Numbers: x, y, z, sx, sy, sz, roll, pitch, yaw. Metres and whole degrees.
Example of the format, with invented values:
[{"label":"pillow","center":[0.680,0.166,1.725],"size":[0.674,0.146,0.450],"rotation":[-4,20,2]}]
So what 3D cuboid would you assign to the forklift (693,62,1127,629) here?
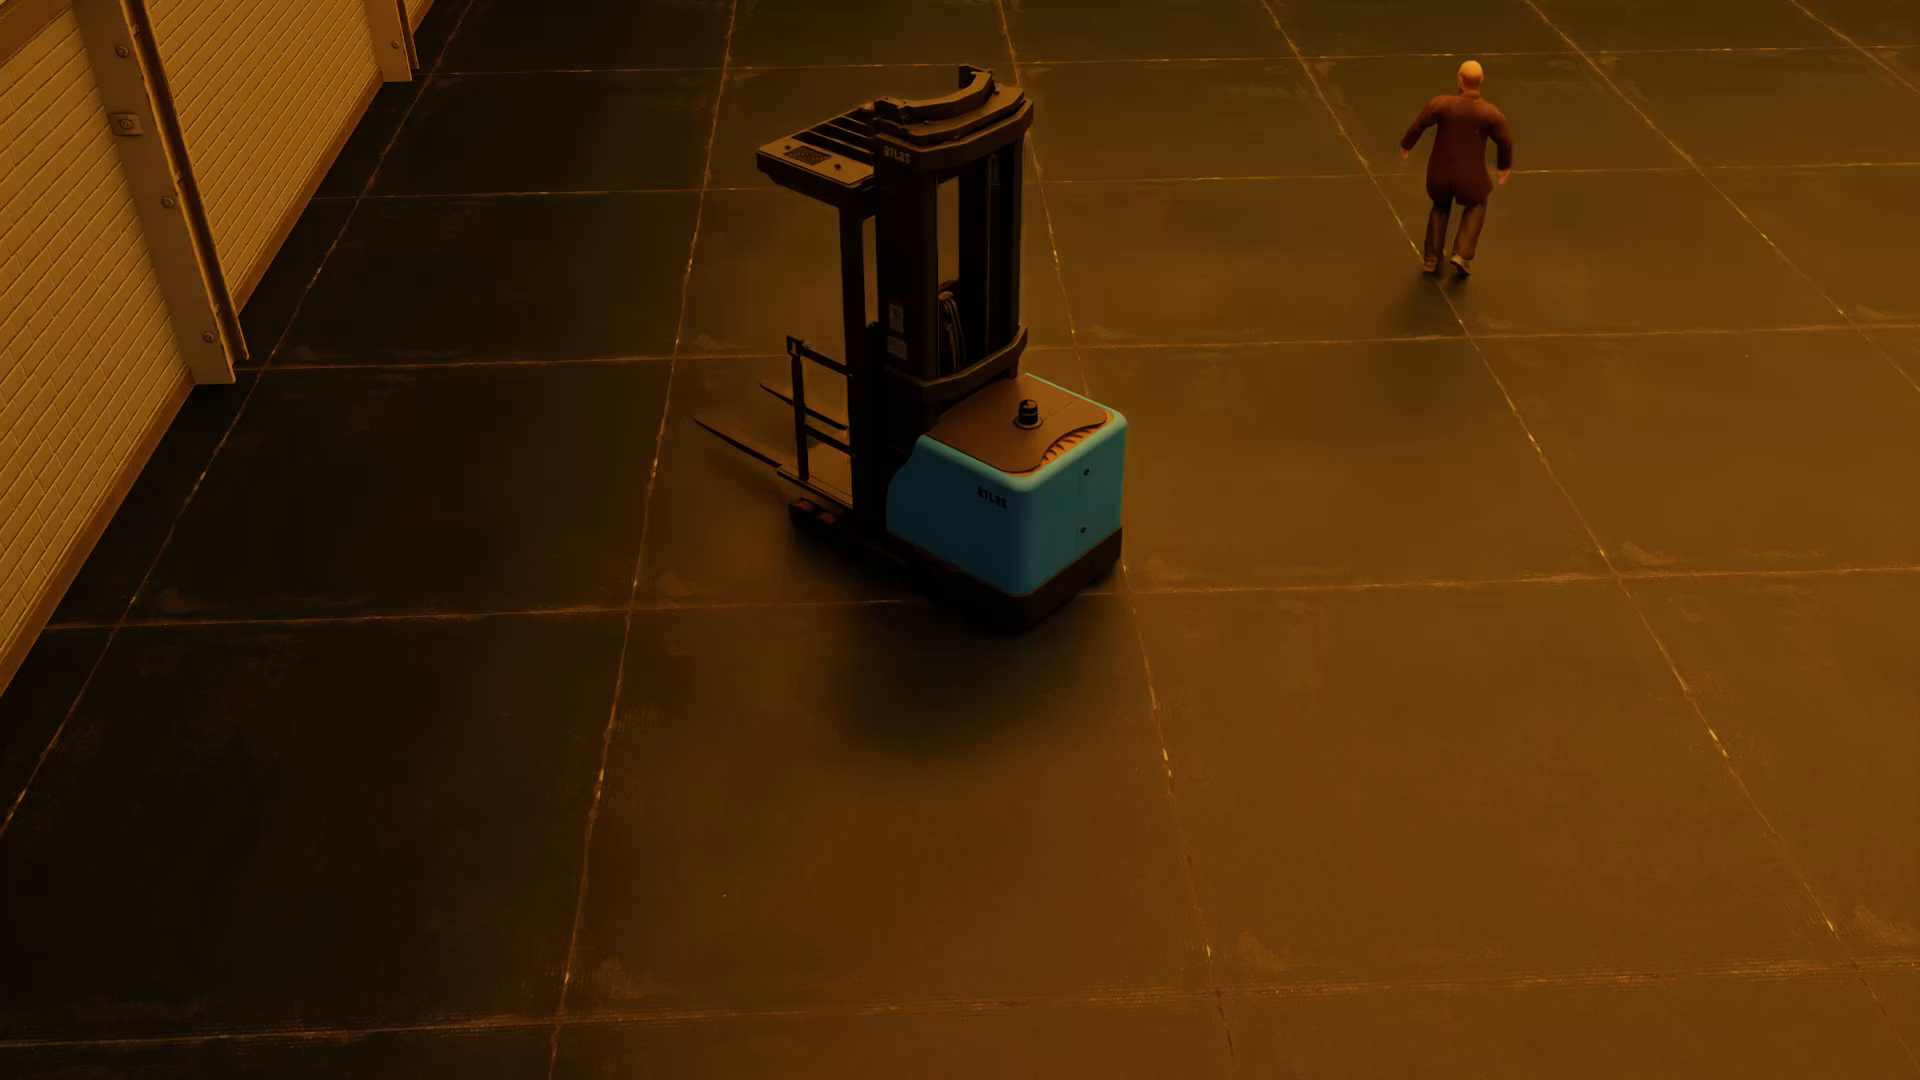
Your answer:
[{"label":"forklift","center":[-0.453,-1.400,9.933],"size":[3.031,2.935,1.130],"rotation":[27,44,32]}]

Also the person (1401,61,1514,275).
[{"label":"person","center":[3.851,-2.896,13.017],"size":[0.867,1.779,0.490],"rotation":[19,40,24]}]
